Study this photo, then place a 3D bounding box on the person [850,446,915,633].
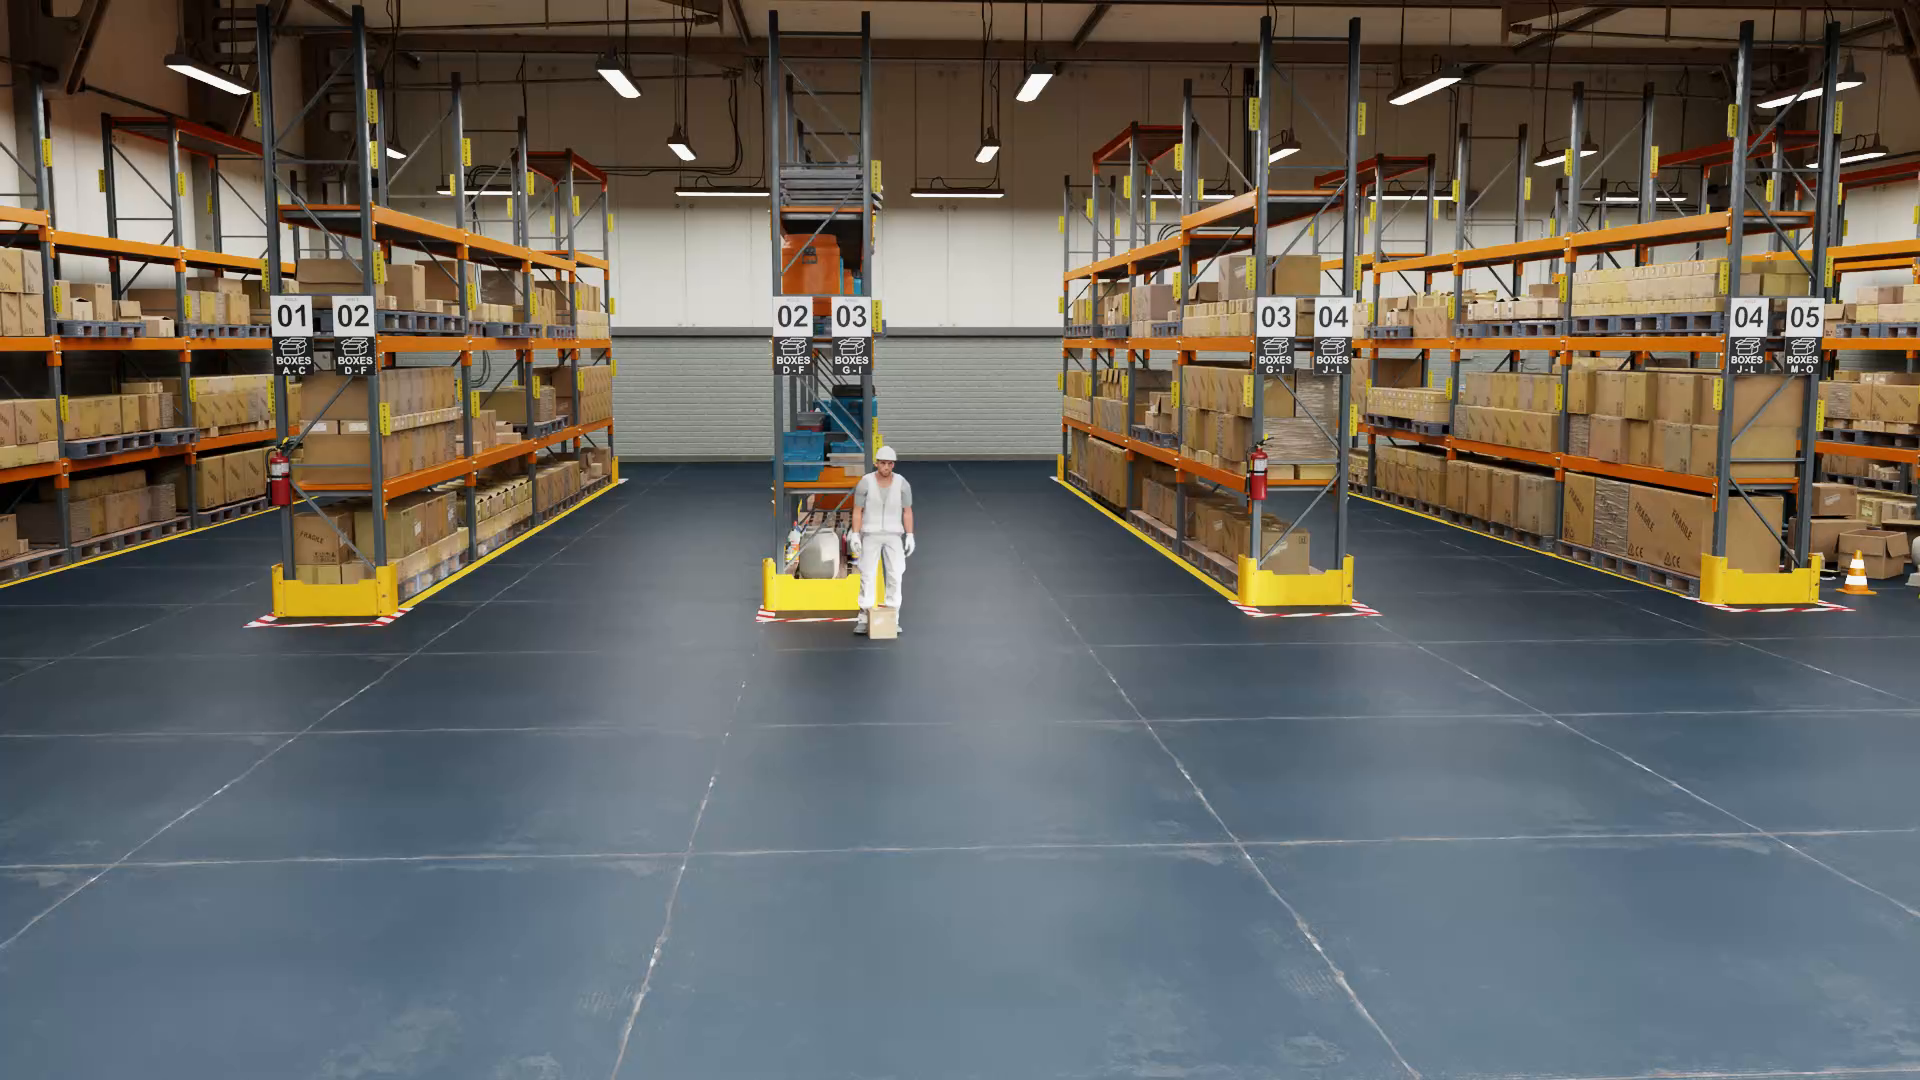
[{"bbox_3d":[-0.730,-0.006,15.731,0.616,1.778,0.453,-1,7,-7],"label":"person"}]
